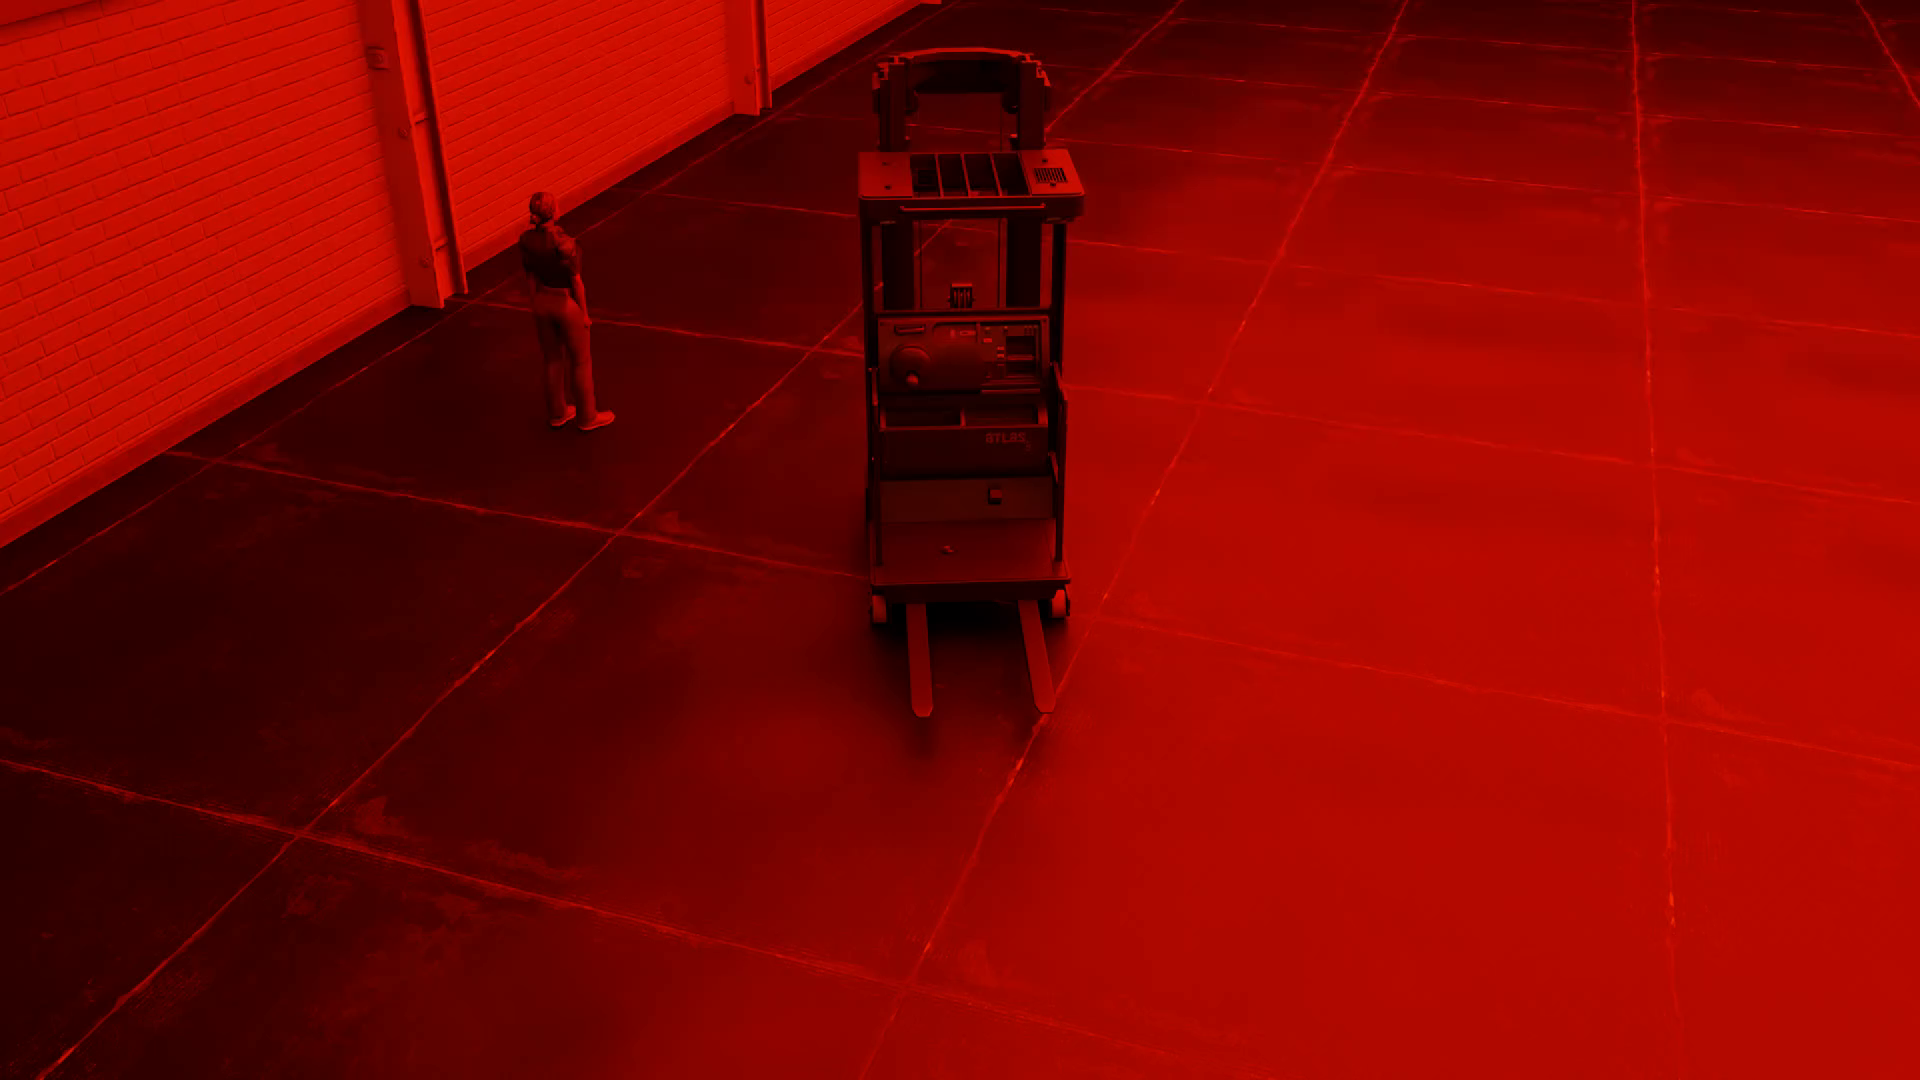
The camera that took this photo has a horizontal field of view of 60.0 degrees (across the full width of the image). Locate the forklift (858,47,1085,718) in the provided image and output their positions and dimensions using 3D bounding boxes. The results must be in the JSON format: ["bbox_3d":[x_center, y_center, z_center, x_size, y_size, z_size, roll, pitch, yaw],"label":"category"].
[{"bbox_3d":[0.035,-0.972,8.842,1.130,2.935,3.031,-2,30,-3],"label":"forklift"}]

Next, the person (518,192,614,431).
[{"bbox_3d":[-2.652,-1.530,11.112,0.448,1.659,0.339,11,32,19],"label":"person"}]
